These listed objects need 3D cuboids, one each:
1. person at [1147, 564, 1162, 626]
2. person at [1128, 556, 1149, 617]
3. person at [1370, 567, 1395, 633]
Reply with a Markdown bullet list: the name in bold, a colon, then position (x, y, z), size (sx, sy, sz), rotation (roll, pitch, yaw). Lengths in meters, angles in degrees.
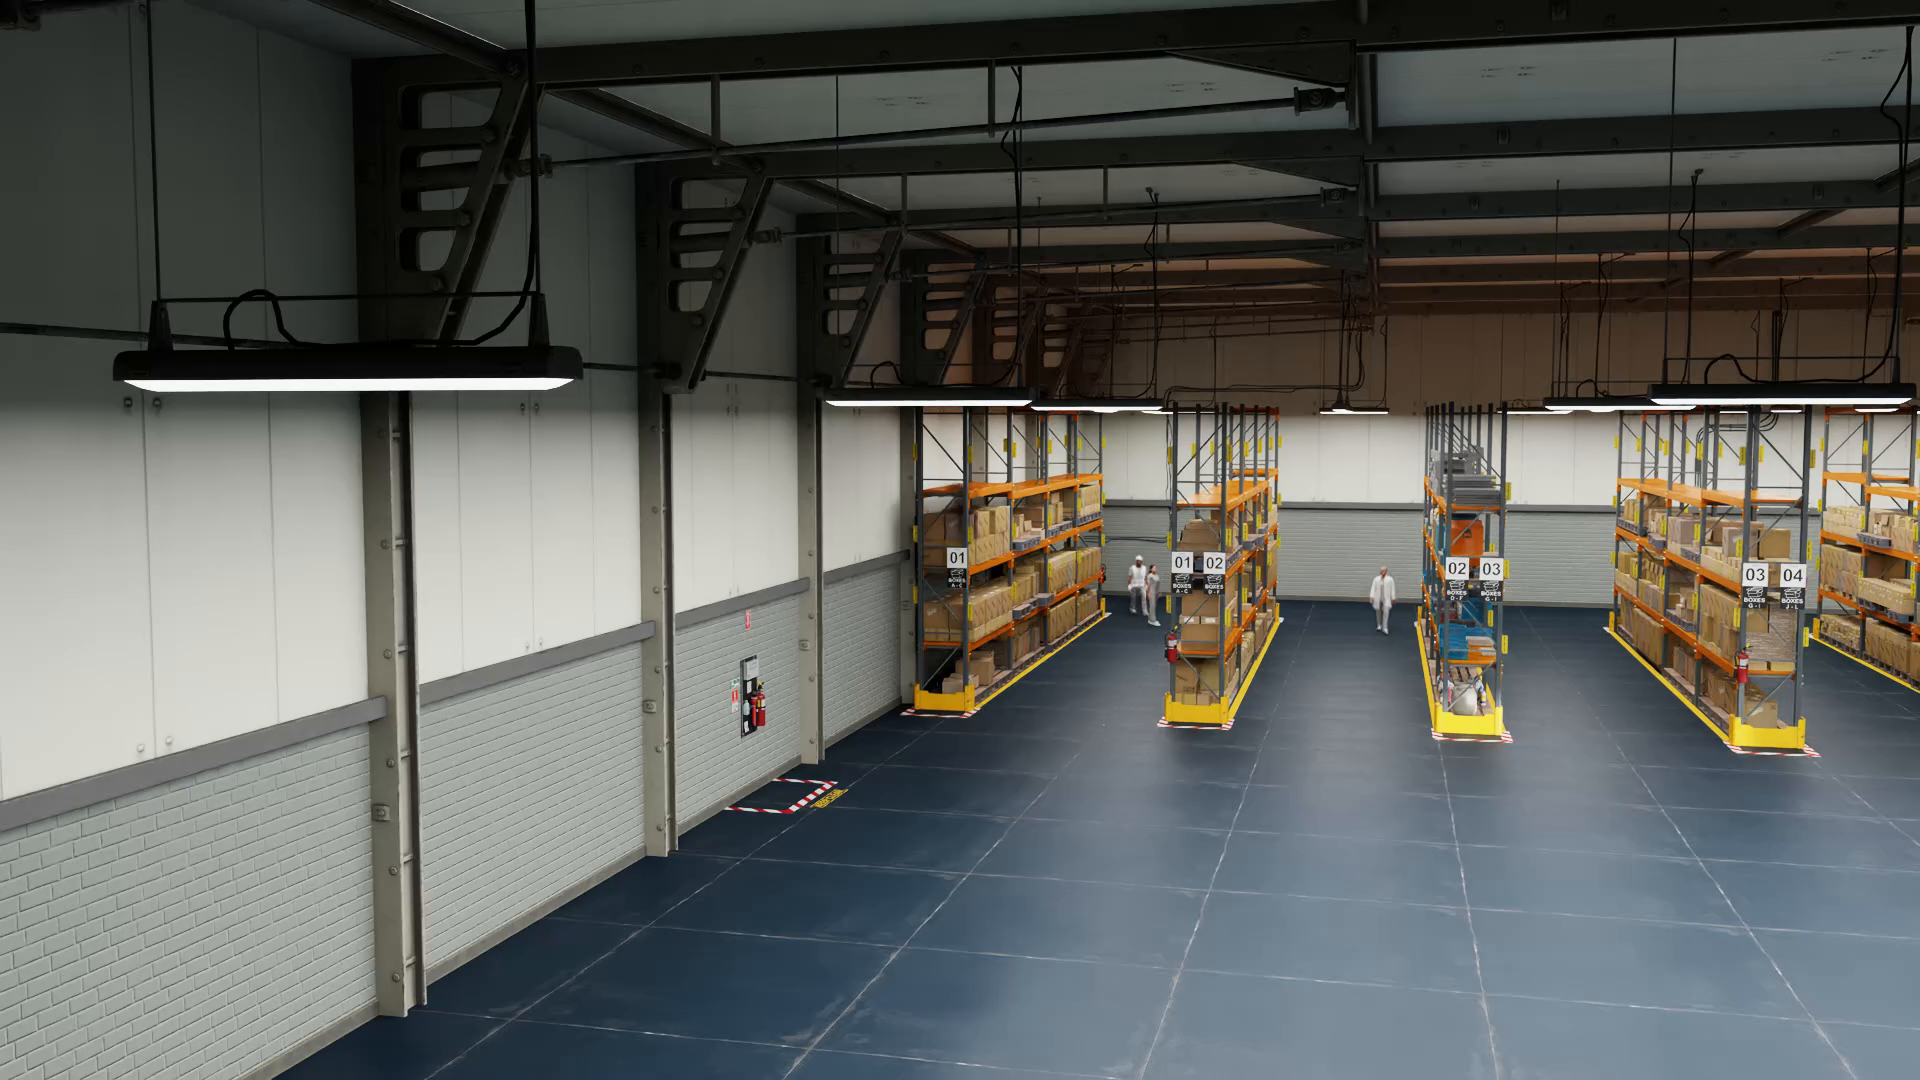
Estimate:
- **person**: position (5.402, 1.504, 45.928), size (0.535, 1.686, 0.486), rotation (4, 6, 44)
- **person**: position (5.163, 1.318, 47.801), size (0.671, 1.728, 1.065), rotation (-1, 4, -9)
- **person**: position (11.229, 1.579, 44.185), size (0.659, 1.731, 1.067), rotation (1, 4, 15)
